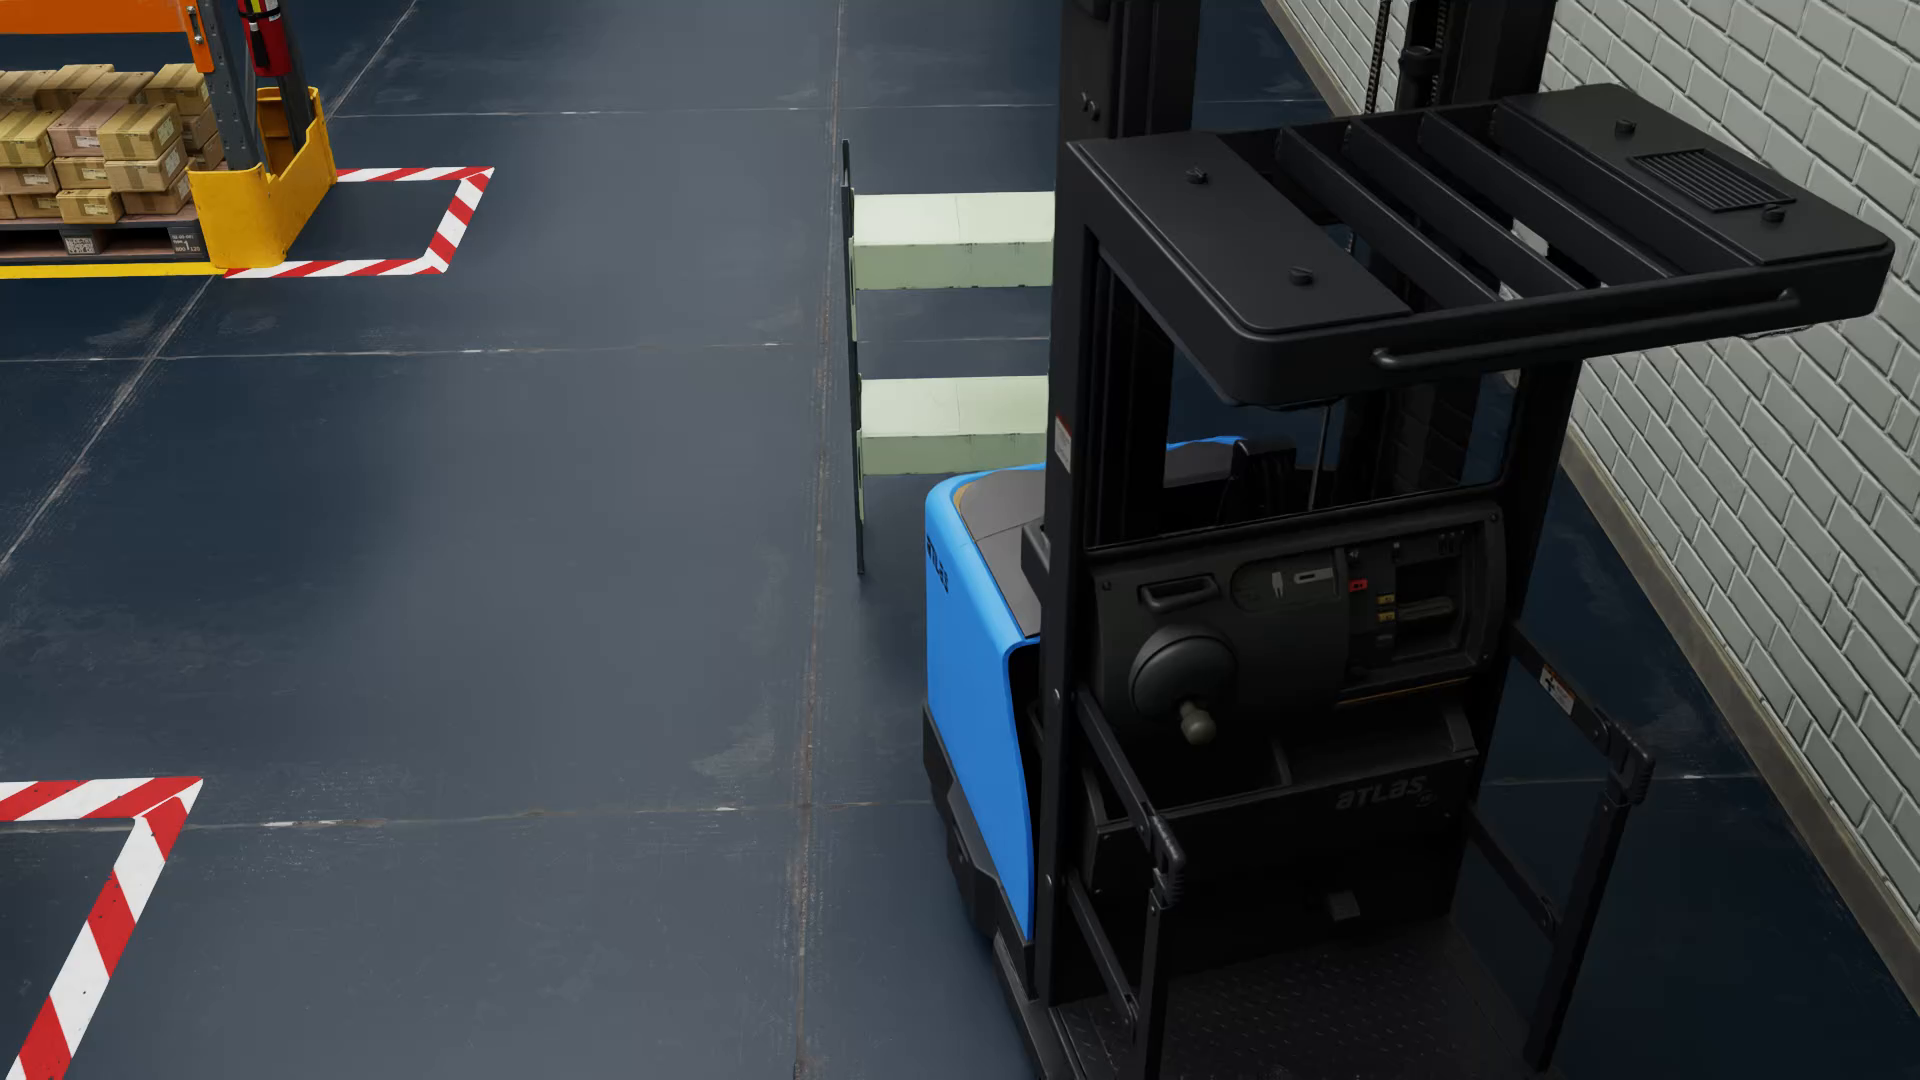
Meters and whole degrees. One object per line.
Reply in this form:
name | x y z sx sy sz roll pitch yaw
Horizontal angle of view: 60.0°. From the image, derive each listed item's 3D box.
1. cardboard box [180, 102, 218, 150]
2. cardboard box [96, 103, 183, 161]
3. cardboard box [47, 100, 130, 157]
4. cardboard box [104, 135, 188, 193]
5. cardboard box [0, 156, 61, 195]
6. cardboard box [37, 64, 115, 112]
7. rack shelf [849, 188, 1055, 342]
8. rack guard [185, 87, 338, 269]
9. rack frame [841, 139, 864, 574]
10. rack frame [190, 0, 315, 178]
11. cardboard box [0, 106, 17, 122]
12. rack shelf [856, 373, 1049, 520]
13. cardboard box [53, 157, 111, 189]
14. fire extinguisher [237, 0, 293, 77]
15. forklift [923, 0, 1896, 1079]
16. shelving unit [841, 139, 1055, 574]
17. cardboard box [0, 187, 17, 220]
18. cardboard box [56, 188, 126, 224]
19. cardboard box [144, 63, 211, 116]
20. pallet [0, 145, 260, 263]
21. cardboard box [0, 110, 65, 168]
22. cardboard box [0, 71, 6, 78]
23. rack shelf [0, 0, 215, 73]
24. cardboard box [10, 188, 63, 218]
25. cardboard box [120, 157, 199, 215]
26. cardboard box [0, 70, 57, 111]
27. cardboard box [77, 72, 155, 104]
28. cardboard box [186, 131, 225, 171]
cardboard box | -4.011 -2.158 8.607 0.250 0.149 0.380 0 35 0
cardboard box | -3.992 -1.990 8.103 0.250 0.149 0.380 -1 35 -2
cardboard box | -4.246 -2.016 8.141 0.250 0.149 0.380 -1 35 -1
cardboard box | -3.989 -1.850 8.162 0.250 0.149 0.380 -2 35 -4
cardboard box | -4.508 -1.835 8.140 0.250 0.149 0.380 -3 35 -4
cardboard box | -4.542 -2.318 8.577 0.250 0.149 0.380 -2 35 -2
rack shelf | -0.007 -0.937 5.601 0.720 0.370 0.431 -2 35 -2
rack guard | -3.551 -1.874 8.518 0.348 0.500 1.175 -2 35 -2
rack frame | -0.372 -0.607 5.809 0.023 1.500 0.400 -2 35 -2
rack frame | -3.475 -2.904 7.810 0.127 3.000 1.000 -2 35 -2
cardboard box | -4.760 -1.966 8.068 0.250 0.149 0.380 -3 35 -4
rack shelf | -0.007 -0.348 6.008 0.720 0.370 0.431 -2 35 -2
cardboard box | -4.253 -1.873 8.196 0.250 0.149 0.380 -2 35 -3
fire extinguisher | -3.202 -2.463 7.569 0.183 0.674 0.296 -2 35 -2
forklift | 0.787 0.238 3.330 1.130 2.935 3.031 -9 36 -13
shelving unit | -0.007 -0.617 5.823 0.755 1.500 0.431 -2 35 -2
cardboard box | -4.757 -1.735 8.257 0.250 0.149 0.380 -1 35 -2
cardboard box | -4.243 -1.707 8.217 0.250 0.149 0.380 -1 35 -1
cardboard box | -4.015 -2.328 8.591 0.250 0.149 0.380 -3 35 -4
pallet | -4.364 -1.753 8.598 1.213 0.211 1.003 -2 35 -2
cardboard box | -4.499 -1.937 8.026 0.250 0.149 0.380 -2 35 -3
cardboard box | -5.063 -2.262 8.496 0.250 0.149 0.380 0 35 0
rack shelf | -5.473 -2.554 7.937 4.000 0.370 1.077 -2 35 -2
cardboard box | -4.511 -1.749 8.277 0.250 0.149 0.380 -2 35 -2
cardboard box | -3.991 -1.771 8.310 0.250 0.149 0.380 -1 35 -1
cardboard box | -4.786 -2.264 8.499 0.250 0.149 0.380 -3 35 -5
cardboard box | -4.284 -2.252 8.481 0.250 0.149 0.380 -1 35 -1
cardboard box | -4.014 -2.072 8.744 0.250 0.149 0.380 -1 35 -1
